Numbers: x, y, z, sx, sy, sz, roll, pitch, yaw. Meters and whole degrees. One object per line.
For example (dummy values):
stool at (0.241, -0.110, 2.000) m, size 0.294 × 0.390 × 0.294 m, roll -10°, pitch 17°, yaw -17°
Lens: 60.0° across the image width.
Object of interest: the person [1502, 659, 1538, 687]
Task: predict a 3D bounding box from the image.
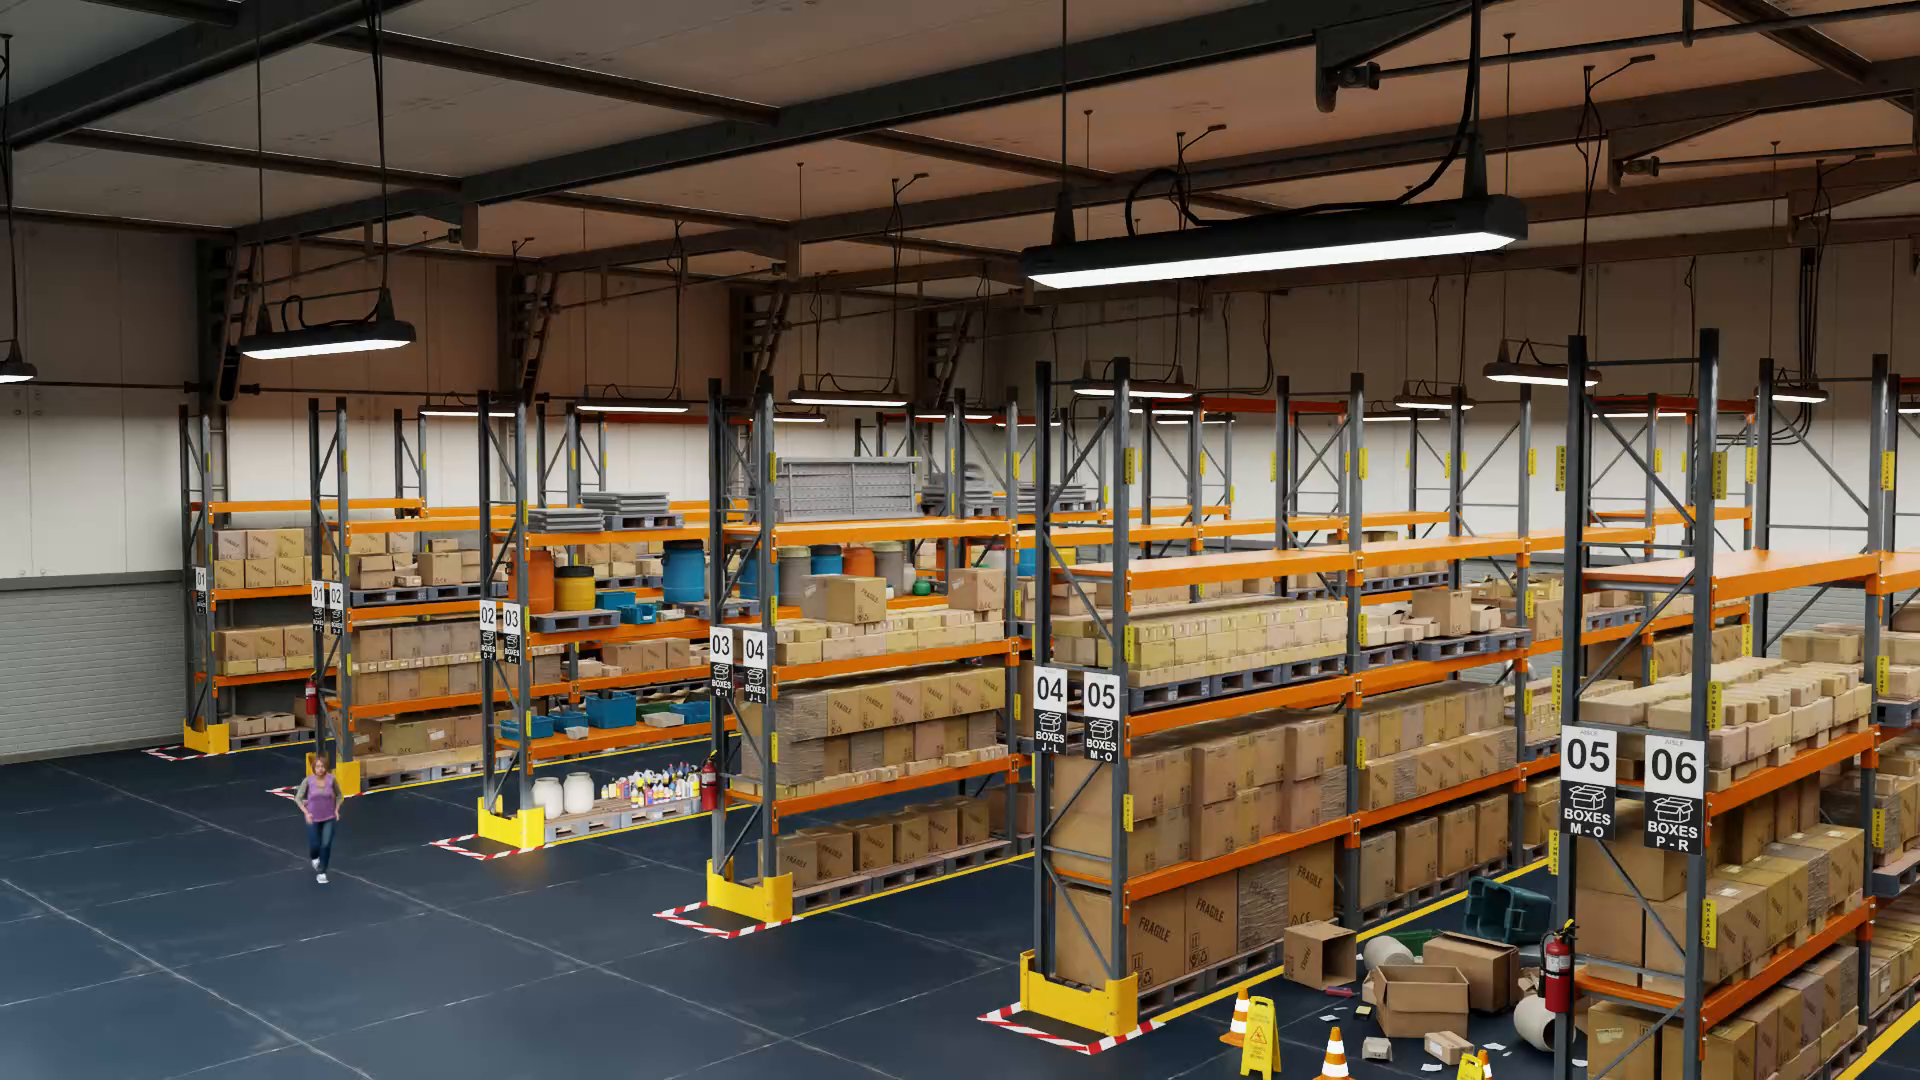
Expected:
person at (10.204, 2.781, 30.206) m, size 0.690 × 1.608 × 1.129 m, roll 2°, pitch 4°, yaw 34°

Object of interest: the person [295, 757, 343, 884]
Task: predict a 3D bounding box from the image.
person at (-7.717, 3.351, 20.028) m, size 0.538 × 1.534 × 0.582 m, roll -1°, pitch 3°, yaw -26°
